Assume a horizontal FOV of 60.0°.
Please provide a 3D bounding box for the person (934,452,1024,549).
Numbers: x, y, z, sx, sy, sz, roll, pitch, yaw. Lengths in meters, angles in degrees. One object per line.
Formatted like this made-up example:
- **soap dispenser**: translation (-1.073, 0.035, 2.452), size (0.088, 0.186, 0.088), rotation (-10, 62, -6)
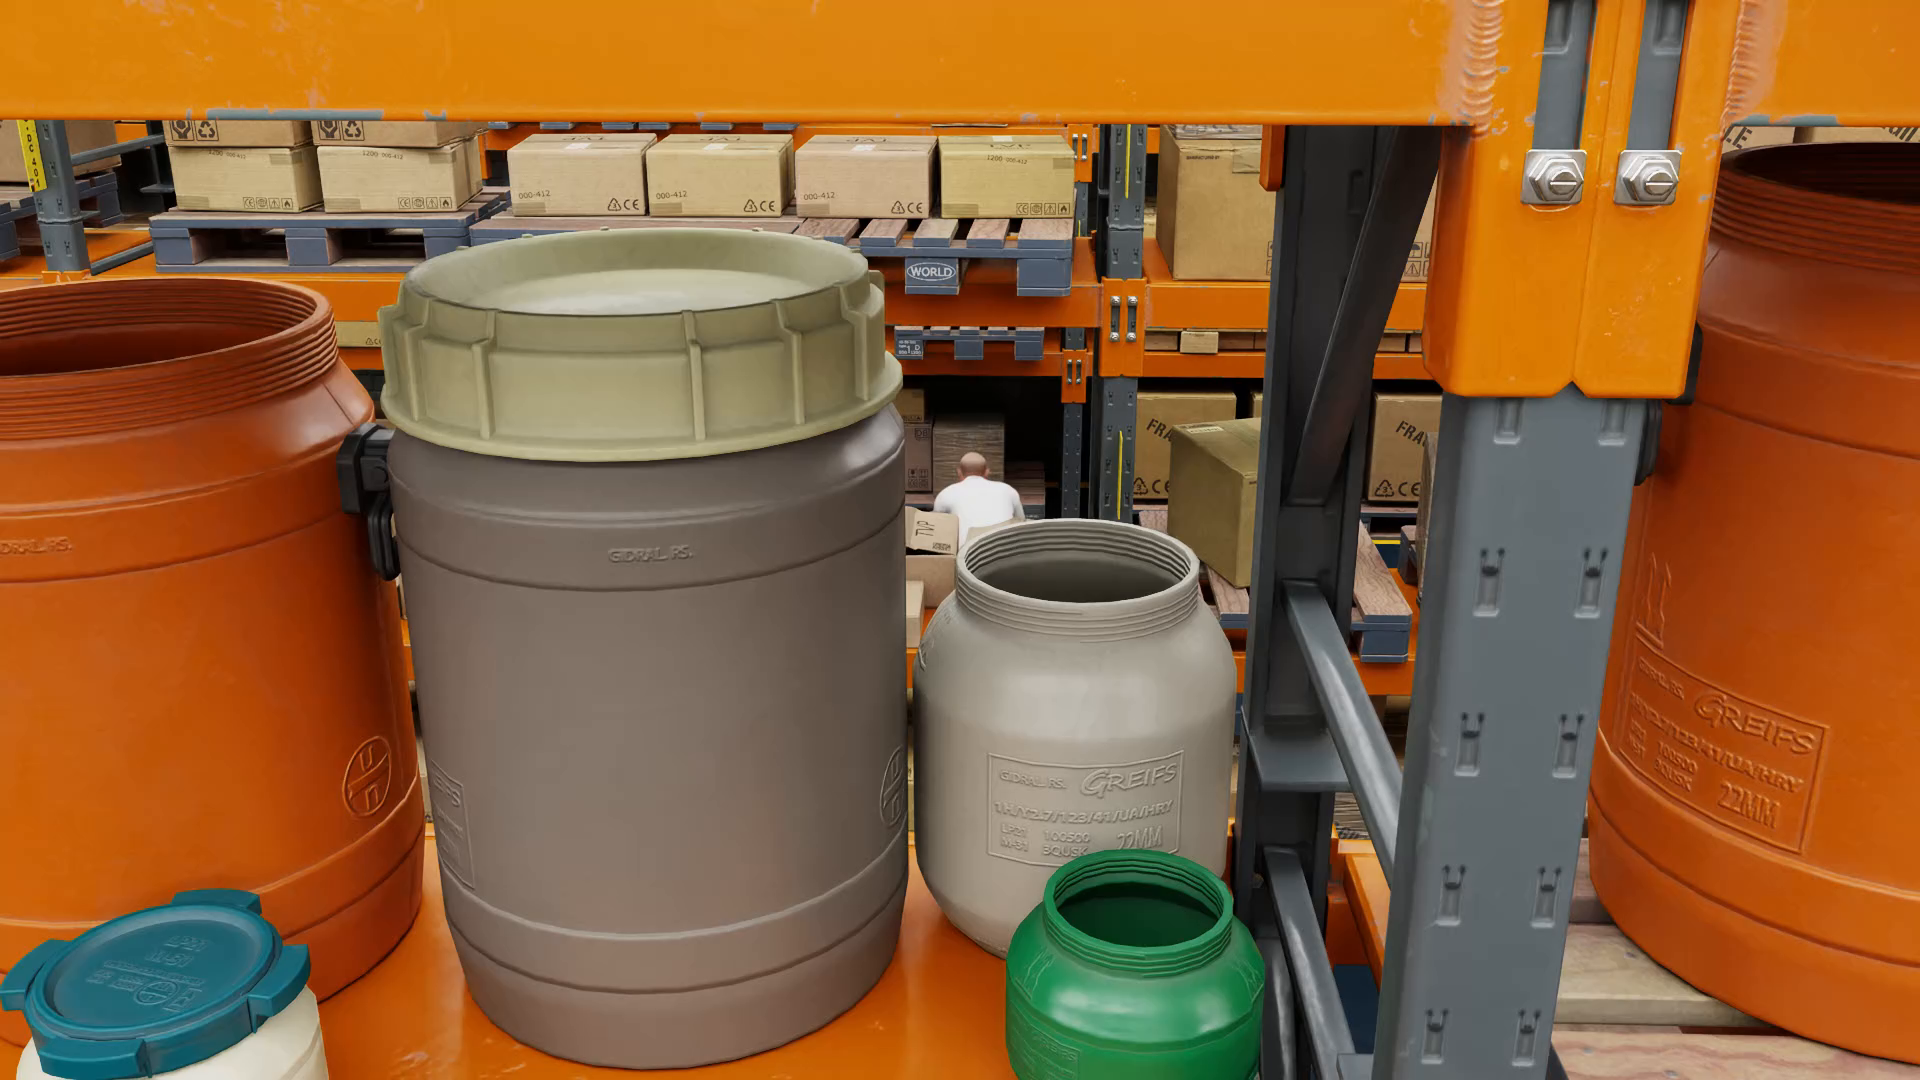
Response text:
- **person**: translation (0.131, 0.007, 10.205), size (0.588, 0.999, 0.912), rotation (0, 20, 1)
